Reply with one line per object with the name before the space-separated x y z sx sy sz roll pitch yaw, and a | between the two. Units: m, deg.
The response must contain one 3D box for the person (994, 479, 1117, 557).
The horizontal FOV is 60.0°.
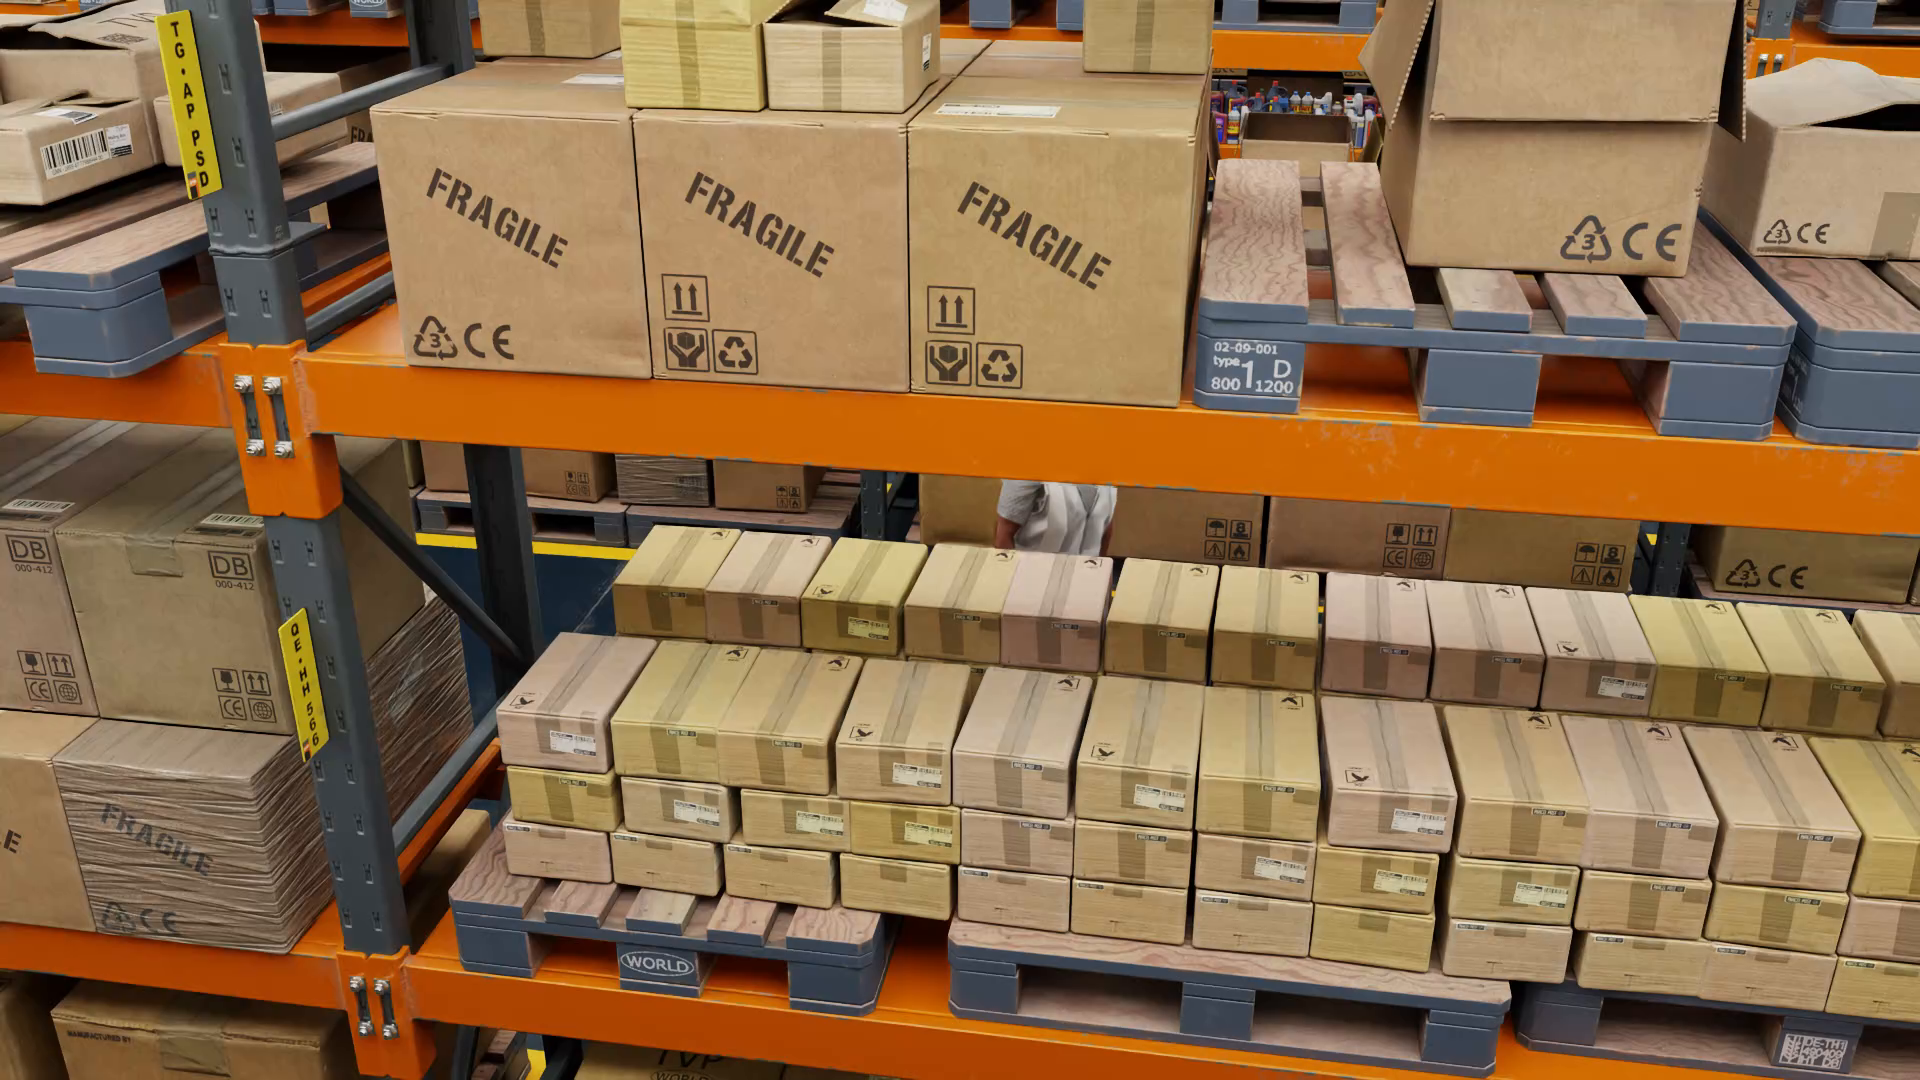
person | 0.308 0.128 6.769 0.603 1.765 0.678 -18 30 -34
